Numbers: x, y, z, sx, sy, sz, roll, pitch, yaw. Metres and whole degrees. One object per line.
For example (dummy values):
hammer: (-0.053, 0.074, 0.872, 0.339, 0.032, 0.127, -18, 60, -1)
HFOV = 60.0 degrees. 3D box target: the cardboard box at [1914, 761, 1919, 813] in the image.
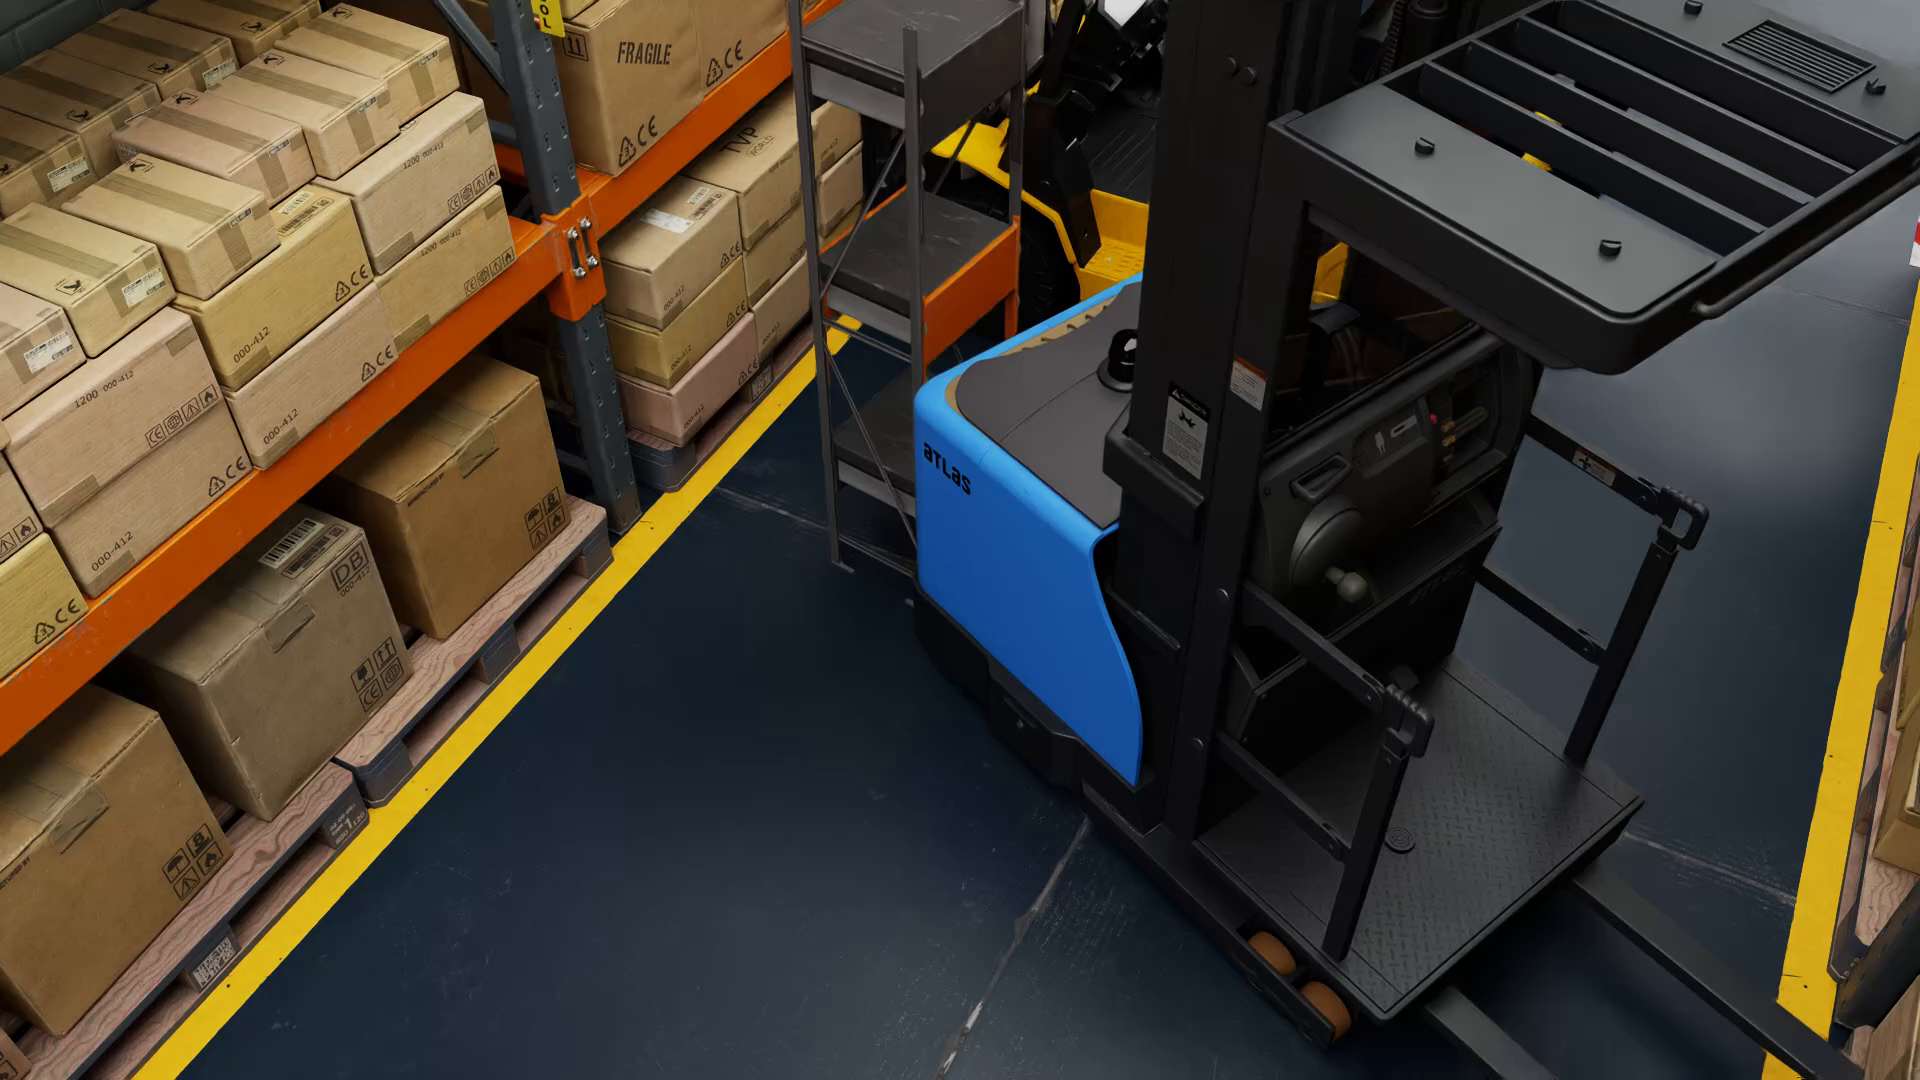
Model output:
cardboard box: (2.852, 0.465, 4.292, 0.500, 0.500, 0.500, 20, 49, 19)

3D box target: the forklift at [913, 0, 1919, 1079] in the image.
forklift: (1.167, -0.099, 3.788, 1.130, 2.935, 3.031, -30, 52, -26)

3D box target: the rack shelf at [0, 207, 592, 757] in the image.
rack shelf: (-2.512, 0.247, 3.903, 1.077, 0.370, 4.000, 20, 49, 19)

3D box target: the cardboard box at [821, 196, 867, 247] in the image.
cardboard box: (-0.619, -1.296, 6.560, 0.500, 0.250, 0.500, 21, 49, 20)

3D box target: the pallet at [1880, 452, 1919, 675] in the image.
pallet: (3.660, 0.145, 5.458, 1.003, 0.211, 1.213, 20, 49, 19)

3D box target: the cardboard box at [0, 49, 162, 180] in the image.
cardboard box: (-2.224, -1.069, 4.172, 0.380, 0.149, 0.250, 20, 49, 19)

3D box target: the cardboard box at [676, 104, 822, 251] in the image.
cardboard box: (-0.835, -1.318, 5.879, 0.500, 0.250, 0.500, 21, 49, 19)

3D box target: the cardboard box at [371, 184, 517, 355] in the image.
cardboard box: (-1.586, -0.809, 4.546, 0.500, 0.250, 0.500, 22, 49, 20)

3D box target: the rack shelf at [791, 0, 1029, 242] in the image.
rack shelf: (-0.129, -1.203, 4.498, 0.431, 0.518, 0.480, 27, 51, 24)

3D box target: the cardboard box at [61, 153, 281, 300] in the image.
cardboard box: (-1.814, -0.725, 3.832, 0.380, 0.149, 0.250, 19, 48, 18)

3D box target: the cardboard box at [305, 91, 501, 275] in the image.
cardboard box: (-1.585, -0.995, 4.378, 0.500, 0.250, 0.500, 19, 48, 18)

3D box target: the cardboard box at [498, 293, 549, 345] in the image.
cardboard box: (-1.539, -0.997, 5.913, 0.500, 0.250, 0.500, 19, 48, 18)

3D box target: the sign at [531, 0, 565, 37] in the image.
sign: (-1.098, -1.472, 4.337, 0.100, 0.325, 0.005, 20, 49, 19)

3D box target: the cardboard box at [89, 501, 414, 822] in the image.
cardboard box: (-2.183, 0.240, 4.778, 0.875, 0.625, 0.625, 20, 49, 19)

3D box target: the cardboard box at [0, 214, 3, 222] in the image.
cardboard box: (-2.463, -0.753, 3.859, 0.380, 0.149, 0.250, 20, 49, 19)

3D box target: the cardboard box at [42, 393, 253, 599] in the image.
cardboard box: (-2.072, -0.188, 3.932, 0.500, 0.250, 0.500, 21, 49, 19)

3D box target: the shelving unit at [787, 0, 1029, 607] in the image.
shelving unit: (-0.129, -0.721, 4.986, 0.431, 2.100, 0.503, 27, 51, 24)

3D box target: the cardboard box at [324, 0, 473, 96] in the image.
cardboard box: (-1.614, -1.673, 5.224, 0.500, 0.500, 0.500, 20, 49, 19)

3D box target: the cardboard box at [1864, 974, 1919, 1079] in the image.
cardboard box: (2.573, 1.478, 3.732, 0.950, 0.372, 0.625, 21, 49, 20)

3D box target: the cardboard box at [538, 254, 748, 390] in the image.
cardboard box: (-1.086, -0.825, 5.743, 0.500, 0.250, 0.500, 20, 49, 19)

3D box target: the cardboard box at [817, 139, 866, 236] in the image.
cardboard box: (-0.610, -1.456, 6.367, 0.500, 0.250, 0.500, 20, 49, 19)

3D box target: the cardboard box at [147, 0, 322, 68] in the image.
cardboard box: (-1.937, -1.378, 4.477, 0.380, 0.149, 0.250, 19, 48, 18)

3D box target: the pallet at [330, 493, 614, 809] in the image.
pallet: (-1.891, 0.192, 5.412, 1.003, 0.211, 1.213, 20, 49, 19)

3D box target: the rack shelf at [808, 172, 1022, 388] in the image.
rack shelf: (-0.129, -0.711, 4.996, 0.431, 0.518, 0.480, 27, 51, 24)

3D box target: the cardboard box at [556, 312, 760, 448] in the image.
cardboard box: (-1.066, -0.642, 5.914, 0.500, 0.250, 0.500, 21, 49, 19)

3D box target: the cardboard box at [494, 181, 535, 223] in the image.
cardboard box: (-1.526, -1.172, 5.734, 0.500, 0.250, 0.500, 21, 49, 20)

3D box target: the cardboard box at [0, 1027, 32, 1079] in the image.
cardboard box: (-2.842, 1.139, 3.890, 0.875, 0.625, 0.625, 22, 49, 20)

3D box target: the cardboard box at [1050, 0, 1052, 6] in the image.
cardboard box: (0.082, -2.420, 7.319, 0.500, 0.250, 0.500, 20, 49, 19)

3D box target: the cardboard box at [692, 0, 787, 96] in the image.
cardboard box: (-0.919, -1.828, 5.377, 0.500, 0.500, 0.500, 21, 49, 20)

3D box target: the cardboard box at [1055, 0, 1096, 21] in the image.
cardboard box: (0.335, -2.566, 7.815, 0.500, 0.250, 0.500, 21, 49, 19)

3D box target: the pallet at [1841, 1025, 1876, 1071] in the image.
pallet: (2.455, 1.842, 3.781, 1.003, 0.211, 1.213, 20, 49, 19)

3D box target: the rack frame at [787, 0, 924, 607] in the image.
rack frame: (-0.270, -0.579, 4.846, 0.400, 2.100, 0.015, 27, 51, 24)

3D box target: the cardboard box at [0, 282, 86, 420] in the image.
cardboard box: (-2.112, -0.426, 3.535, 0.380, 0.149, 0.250, 21, 49, 19)

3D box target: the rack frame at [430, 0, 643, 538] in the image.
rack frame: (-1.584, -1.266, 4.892, 1.000, 3.000, 0.127, 20, 49, 19)

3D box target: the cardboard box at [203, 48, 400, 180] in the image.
cardboard box: (-1.649, -1.072, 4.174, 0.380, 0.149, 0.250, 20, 49, 18)

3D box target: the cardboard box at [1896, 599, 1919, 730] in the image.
cardboard box: (3.089, 0.390, 4.894, 0.500, 0.250, 0.500, 19, 48, 18)

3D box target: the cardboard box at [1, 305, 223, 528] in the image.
cardboard box: (-2.060, -0.348, 3.739, 0.500, 0.250, 0.500, 21, 49, 20)
